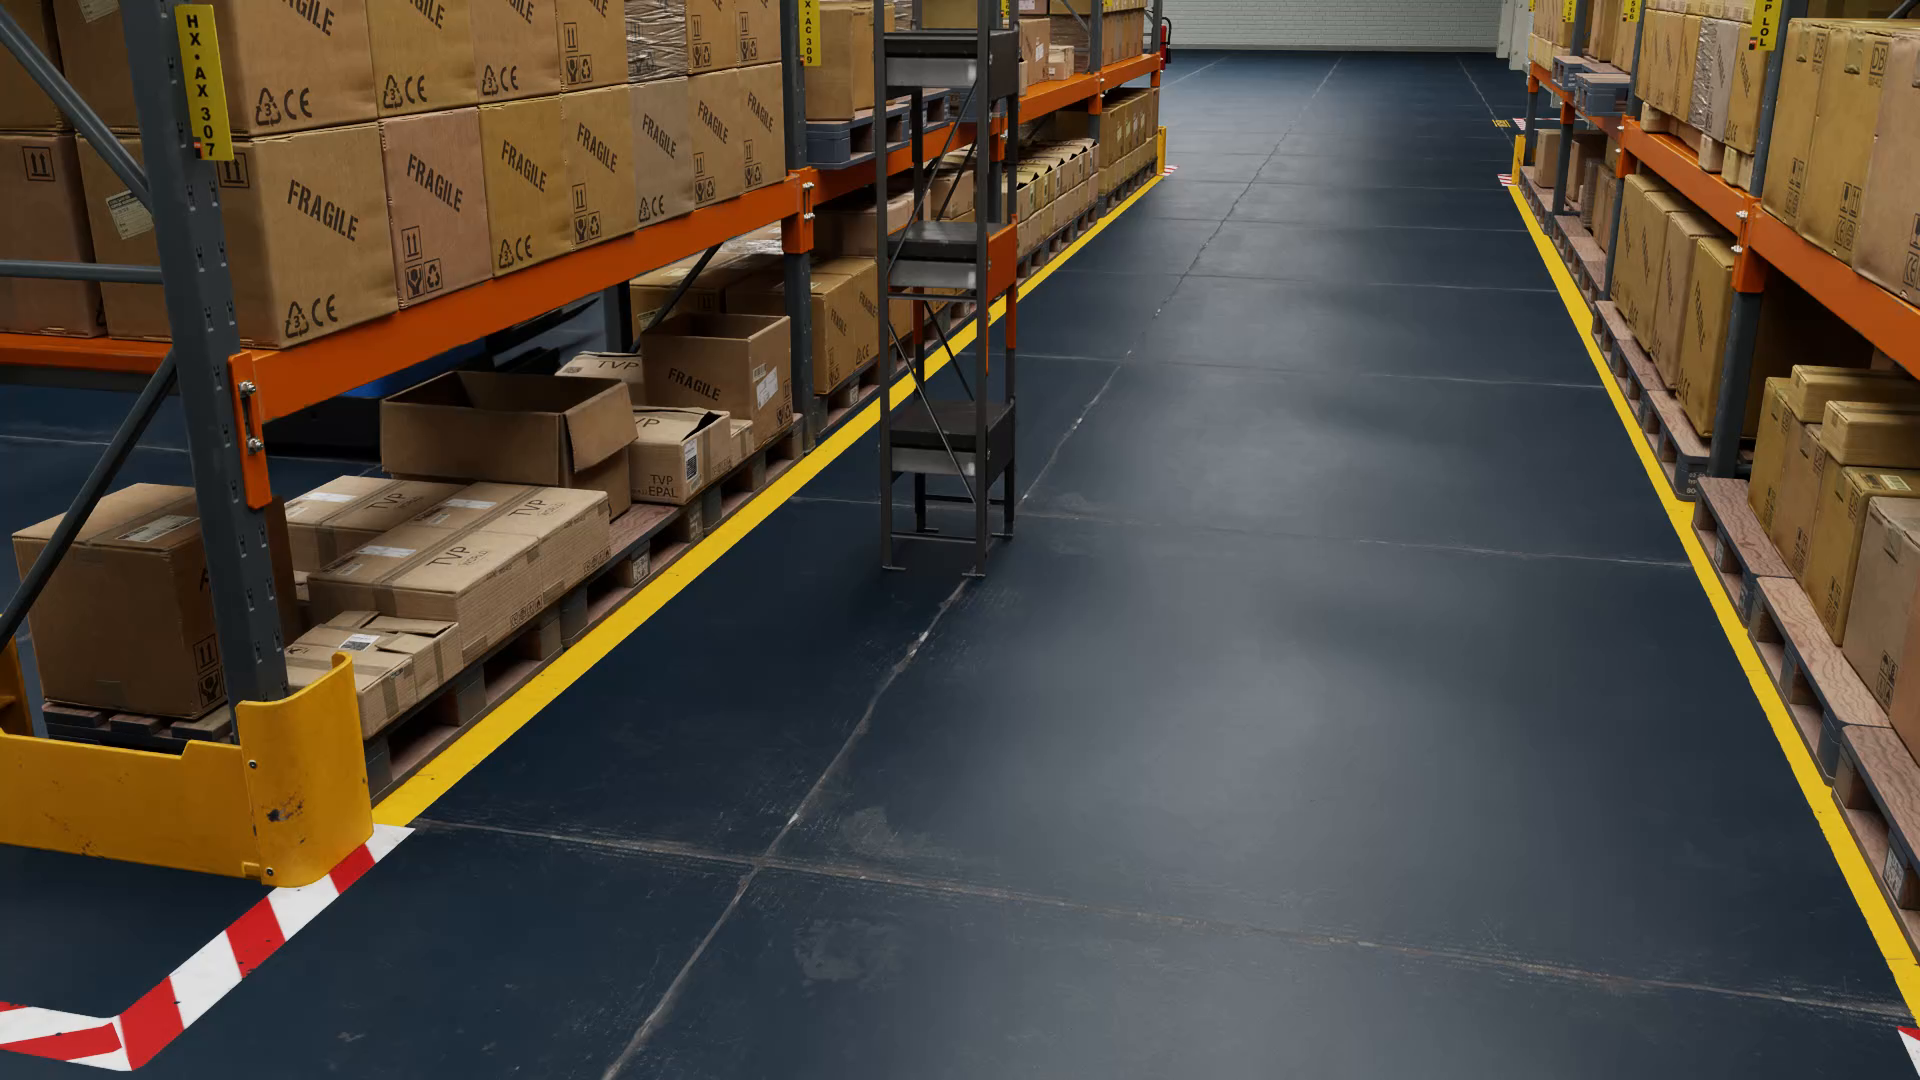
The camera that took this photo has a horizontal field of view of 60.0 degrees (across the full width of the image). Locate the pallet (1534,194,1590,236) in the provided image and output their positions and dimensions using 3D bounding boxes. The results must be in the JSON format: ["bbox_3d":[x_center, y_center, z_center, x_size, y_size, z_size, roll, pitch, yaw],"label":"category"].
[{"bbox_3d":[5.698,-2.888,14.816,1.003,0.211,1.213,5,19,13],"label":"pallet"}]

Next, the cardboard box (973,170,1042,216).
[{"bbox_3d":[0.319,-2.600,12.395,0.500,0.311,0.500,4,19,12],"label":"cardboard box"}]

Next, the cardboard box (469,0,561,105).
[{"bbox_3d":[-1.557,-1.583,4.979,0.500,0.500,0.500,5,19,14],"label":"cardboard box"}]

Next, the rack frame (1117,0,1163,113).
[{"bbox_3d":[1.741,-5.638,18.554,1.000,3.000,0.127,5,19,13],"label":"rack frame"}]

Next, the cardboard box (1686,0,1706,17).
[{"bbox_3d":[3.862,-2.685,8.102,0.500,0.250,0.500,4,19,12],"label":"cardboard box"}]

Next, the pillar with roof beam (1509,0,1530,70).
[{"bbox_3d":[8.903,-15.662,38.618,9.100,9.000,0.400,5,19,13],"label":"pillar with roof beam"}]

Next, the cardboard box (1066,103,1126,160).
[{"bbox_3d":[1.295,-3.915,15.952,0.500,0.500,0.500,5,19,13],"label":"cardboard box"}]

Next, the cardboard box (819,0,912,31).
[{"bbox_3d":[-0.667,-2.899,9.729,0.700,0.500,0.500,9,21,24],"label":"cardboard box"}]

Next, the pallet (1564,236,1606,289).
[{"bbox_3d":[5.083,-2.047,12.354,1.003,0.211,1.213,5,19,13],"label":"pallet"}]

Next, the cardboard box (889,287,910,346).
[{"bbox_3d":[-0.587,-1.359,9.211,0.500,0.500,0.500,5,19,14],"label":"cardboard box"}]

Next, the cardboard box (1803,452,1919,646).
[{"bbox_3d":[3.078,0.042,5.143,0.700,0.500,0.500,5,20,15],"label":"cardboard box"}]

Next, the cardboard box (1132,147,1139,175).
[{"bbox_3d":[1.542,-3.873,16.991,0.500,0.250,0.500,5,19,13],"label":"cardboard box"}]

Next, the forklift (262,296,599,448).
[{"bbox_3d":[-2.875,-2.250,8.741,1.130,2.935,3.031,3,19,10],"label":"forklift"}]

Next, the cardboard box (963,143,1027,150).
[{"bbox_3d":[0.294,-3.281,14.389,0.500,0.311,0.500,4,19,13],"label":"cardboard box"}]

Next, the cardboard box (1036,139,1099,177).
[{"bbox_3d":[0.943,-3.398,14.731,0.500,0.311,0.500,5,19,13],"label":"cardboard box"}]

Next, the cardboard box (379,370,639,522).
[{"bbox_3d":[-1.645,-0.314,6.149,0.797,0.503,0.637,5,19,13],"label":"cardboard box"}]

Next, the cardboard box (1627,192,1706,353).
[{"bbox_3d":[4.064,-1.428,8.903,0.750,0.750,0.750,5,19,13],"label":"cardboard box"}]

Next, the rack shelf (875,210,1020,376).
[{"bbox_3d":[-0.040,-0.929,6.201,0.431,0.518,0.480,5,19,13],"label":"rack shelf"}]

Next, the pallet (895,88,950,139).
[{"bbox_3d":[-0.684,-2.430,9.458,1.003,0.211,1.213,5,19,13],"label":"pallet"}]

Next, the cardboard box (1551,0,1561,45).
[{"bbox_3d":[5.500,-4.617,14.606,0.500,0.500,0.500,5,19,13],"label":"cardboard box"}]

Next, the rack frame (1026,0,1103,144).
[{"bbox_3d":[0.764,-4.384,14.883,1.000,3.000,0.127,5,19,13],"label":"rack frame"}]

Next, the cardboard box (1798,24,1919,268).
[{"bbox_3d":[3.282,-1.232,5.189,0.980,0.700,0.700,4,19,12],"label":"cardboard box"}]

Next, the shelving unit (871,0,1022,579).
[{"bbox_3d":[-0.040,-0.942,6.196,0.431,2.100,0.503,5,19,13],"label":"shelving unit"}]

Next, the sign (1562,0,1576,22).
[{"bbox_3d":[5.040,-4.444,13.720,0.100,0.325,0.005,5,19,13],"label":"sign"}]

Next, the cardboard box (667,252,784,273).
[{"bbox_3d":[-1.219,-1.234,8.846,0.500,0.500,0.500,5,19,14],"label":"cardboard box"}]

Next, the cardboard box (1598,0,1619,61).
[{"bbox_3d":[5.267,-3.918,12.684,0.700,0.500,0.500,7,20,19],"label":"cardboard box"}]

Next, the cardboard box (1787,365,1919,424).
[{"bbox_3d":[3.071,-0.490,5.697,0.380,0.149,0.250,5,20,15],"label":"cardboard box"}]

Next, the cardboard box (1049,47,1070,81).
[{"bbox_3d":[0.727,-4.031,14.056,0.396,0.266,0.258,4,19,12],"label":"cardboard box"}]

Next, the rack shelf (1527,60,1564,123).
[{"bbox_3d":[6.057,-4.281,15.693,1.077,0.370,4.000,5,19,13],"label":"rack shelf"}]

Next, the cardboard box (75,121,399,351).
[{"bbox_3d":[-1.804,-0.789,4.201,0.500,0.500,0.500,5,20,15],"label":"cardboard box"}]

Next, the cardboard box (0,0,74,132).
[{"bbox_3d":[-2.326,-1.305,4.166,0.500,0.500,0.500,4,19,13],"label":"cardboard box"}]

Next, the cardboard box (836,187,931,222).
[{"bbox_3d":[-0.470,-1.860,9.519,0.500,0.250,0.500,4,19,12],"label":"cardboard box"}]

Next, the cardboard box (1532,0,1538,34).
[{"bbox_3d":[6.137,-5.416,16.943,0.500,0.500,0.500,5,19,13],"label":"cardboard box"}]

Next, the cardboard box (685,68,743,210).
[{"bbox_3d":[-1.189,-1.586,6.534,0.500,0.500,0.500,5,20,15],"label":"cardboard box"}]

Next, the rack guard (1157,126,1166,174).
[{"bbox_3d":[1.747,-4.463,18.980,1.175,0.500,0.348,5,19,13],"label":"rack guard"}]

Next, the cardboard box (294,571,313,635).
[{"bbox_3d":[-2.088,0.200,5.165,0.380,0.166,0.250,5,19,13],"label":"cardboard box"}]

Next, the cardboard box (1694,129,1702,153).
[{"bbox_3d":[3.851,-1.983,8.210,0.380,0.149,0.250,5,20,15],"label":"cardboard box"}]

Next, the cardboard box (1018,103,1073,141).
[{"bbox_3d":[0.799,-3.955,16.071,0.500,0.500,0.500,5,19,13],"label":"cardboard box"}]

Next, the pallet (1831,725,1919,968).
[{"bbox_3d":[2.756,0.830,3.932,1.003,0.211,1.213,5,19,13],"label":"pallet"}]

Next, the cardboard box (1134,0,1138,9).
[{"bbox_3d":[1.644,-5.617,17.332,0.380,0.149,0.250,5,19,14],"label":"cardboard box"}]

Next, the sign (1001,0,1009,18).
[{"bbox_3d":[0.315,-3.601,10.921,0.100,0.325,0.005,5,19,13],"label":"sign"}]

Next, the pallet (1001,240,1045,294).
[{"bbox_3d":[0.025,-2.066,12.410,1.003,0.211,1.213,5,19,13],"label":"pallet"}]

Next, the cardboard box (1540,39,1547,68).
[{"bbox_3d":[5.750,-4.577,15.649,0.500,0.250,0.500,5,19,14],"label":"cardboard box"}]

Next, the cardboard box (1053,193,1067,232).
[{"bbox_3d":[0.568,-2.651,13.412,0.500,0.250,0.500,5,20,14],"label":"cardboard box"}]

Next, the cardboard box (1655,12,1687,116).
[{"bbox_3d":[3.965,-2.487,8.683,0.500,0.500,0.500,5,19,13],"label":"cardboard box"}]

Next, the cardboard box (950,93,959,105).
[{"bbox_3d":[-0.082,-3.199,11.551,0.500,0.311,0.500,6,20,17],"label":"cardboard box"}]

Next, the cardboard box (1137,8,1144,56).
[{"bbox_3d":[1.615,-5.540,18.112,0.700,0.500,0.500,5,19,13],"label":"cardboard box"}]

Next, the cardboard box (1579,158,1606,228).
[{"bbox_3d":[5.405,-2.788,13.395,0.700,0.500,0.500,5,20,15],"label":"cardboard box"}]

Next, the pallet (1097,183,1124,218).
[{"bbox_3d":[0.999,-3.311,16.054,1.003,0.211,1.213,5,19,13],"label":"pallet"}]

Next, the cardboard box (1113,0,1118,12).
[{"bbox_3d":[1.328,-5.212,16.147,0.380,0.149,0.250,4,19,12],"label":"cardboard box"}]

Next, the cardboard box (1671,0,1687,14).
[{"bbox_3d":[3.981,-2.846,8.572,0.500,0.250,0.500,5,19,14],"label":"cardboard box"}]

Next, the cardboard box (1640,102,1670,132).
[{"bbox_3d":[4.069,-2.391,9.406,0.380,0.149,0.250,5,20,15],"label":"cardboard box"}]

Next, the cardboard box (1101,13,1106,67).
[{"bbox_3d":[0.989,-4.737,15.761,0.700,0.500,0.500,4,19,13],"label":"cardboard box"}]
